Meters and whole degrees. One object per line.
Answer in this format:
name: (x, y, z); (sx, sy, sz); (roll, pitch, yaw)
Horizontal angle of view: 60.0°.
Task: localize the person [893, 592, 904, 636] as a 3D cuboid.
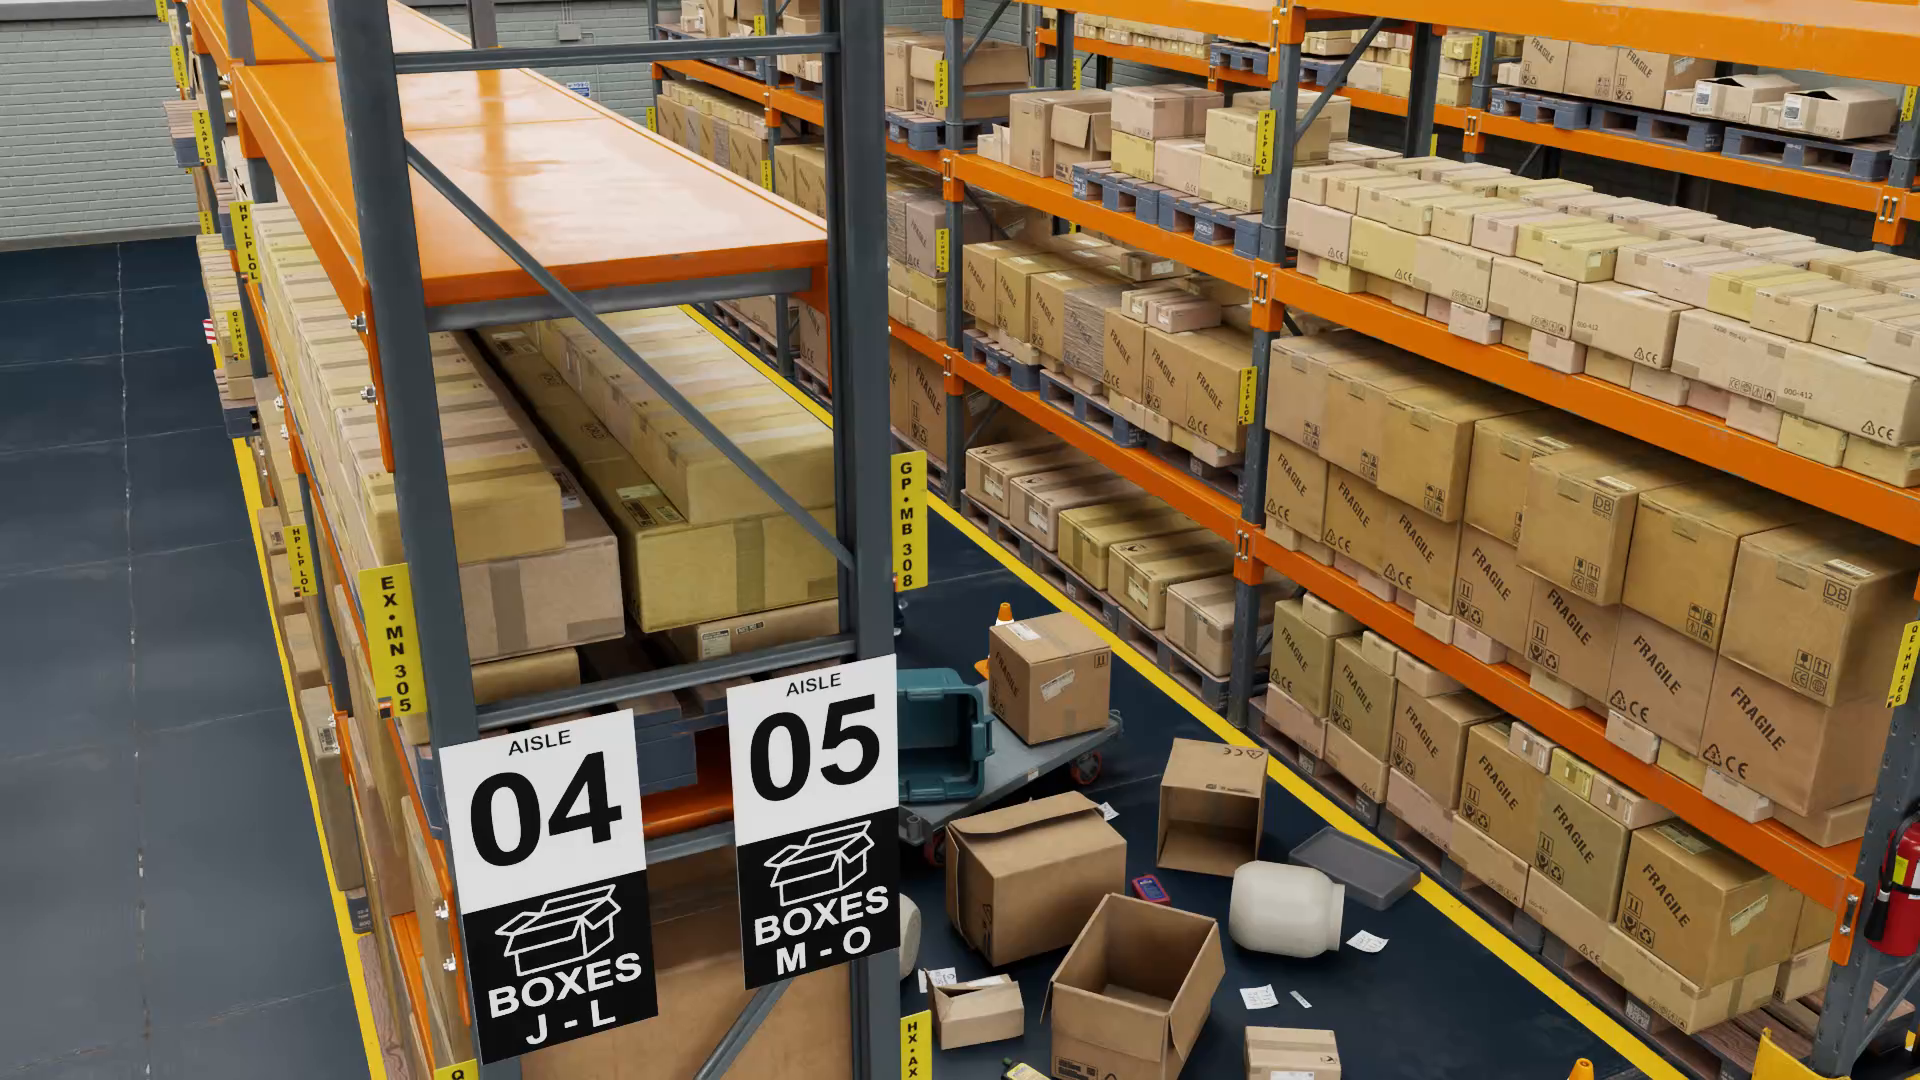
person: (-0.585, -0.122, 10.861); (0.427, 1.586, 0.501); (10, 24, 22)
